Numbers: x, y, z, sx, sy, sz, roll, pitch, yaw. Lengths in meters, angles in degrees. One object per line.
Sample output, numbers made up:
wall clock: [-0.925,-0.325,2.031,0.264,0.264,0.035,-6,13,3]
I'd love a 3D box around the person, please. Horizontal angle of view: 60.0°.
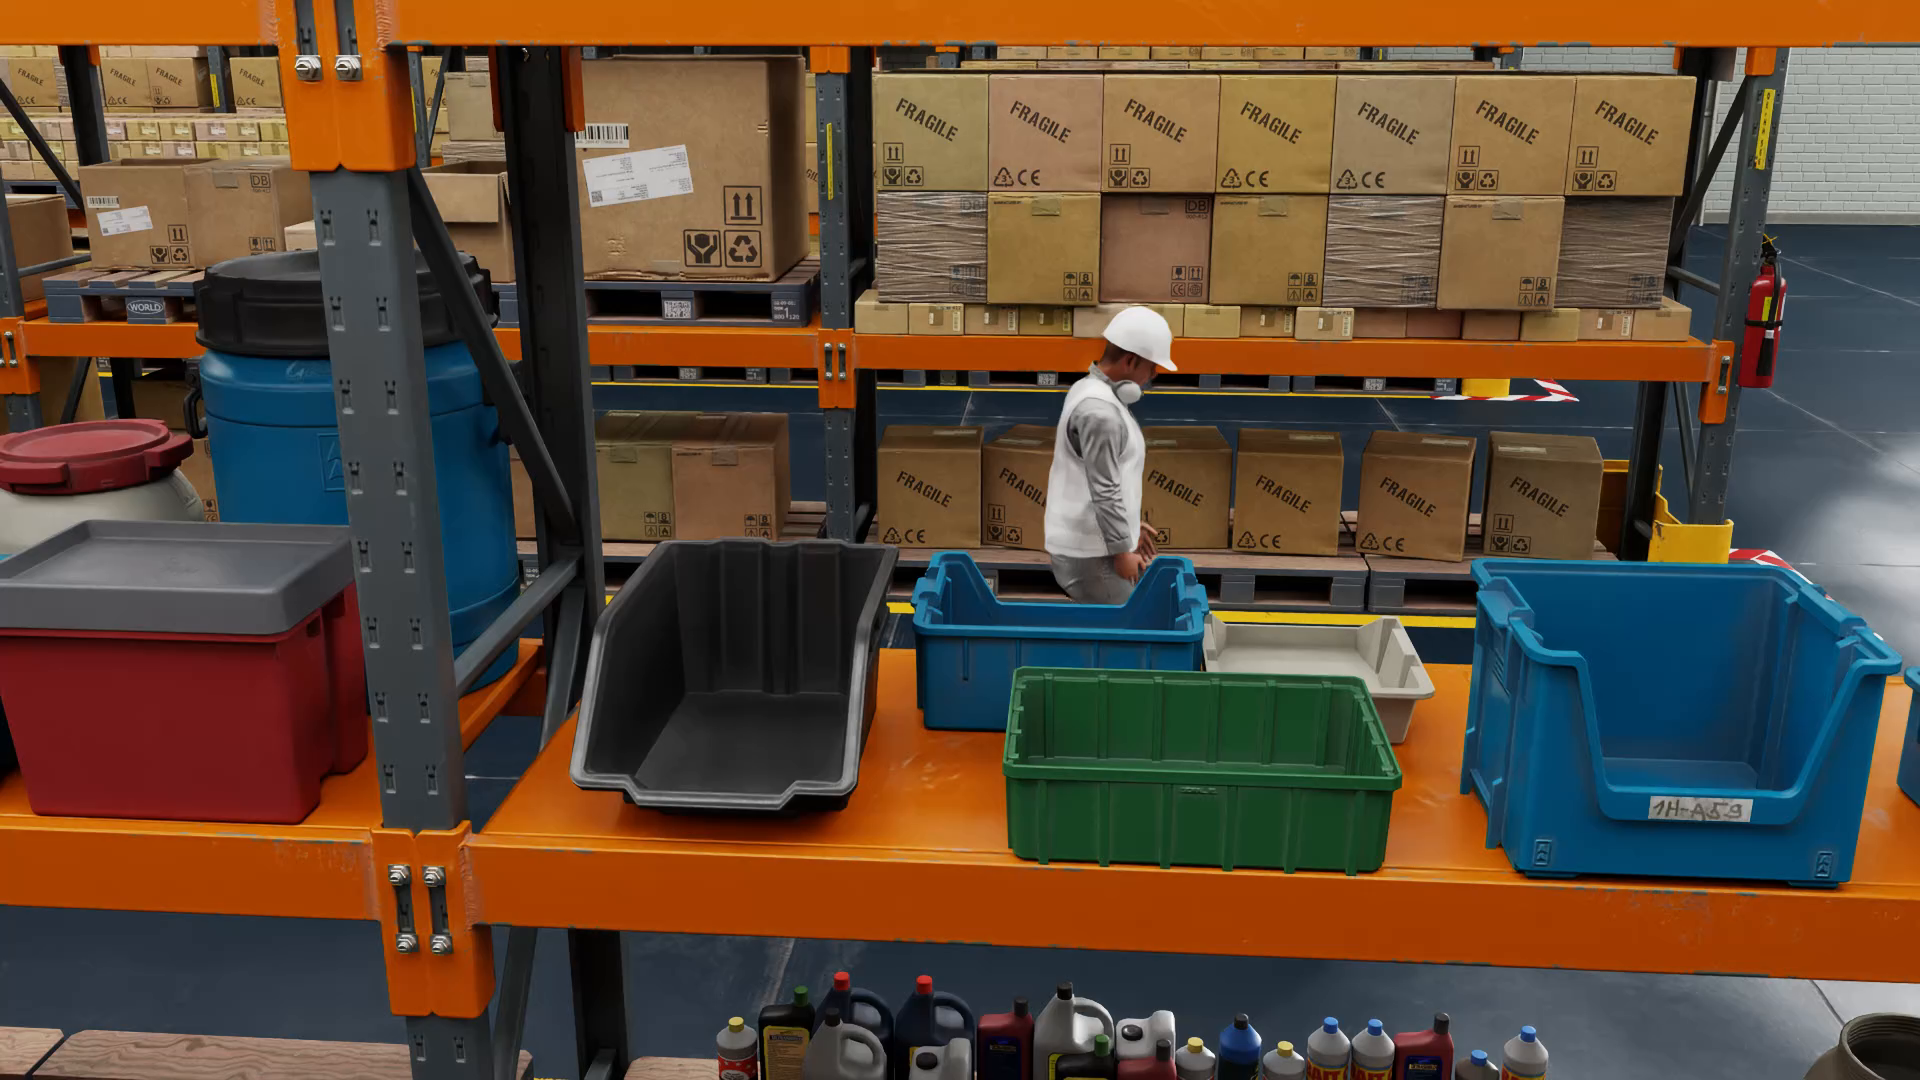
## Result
person: [0.538,0.009,6.066,0.457,1.729,0.556,2,17,5]
